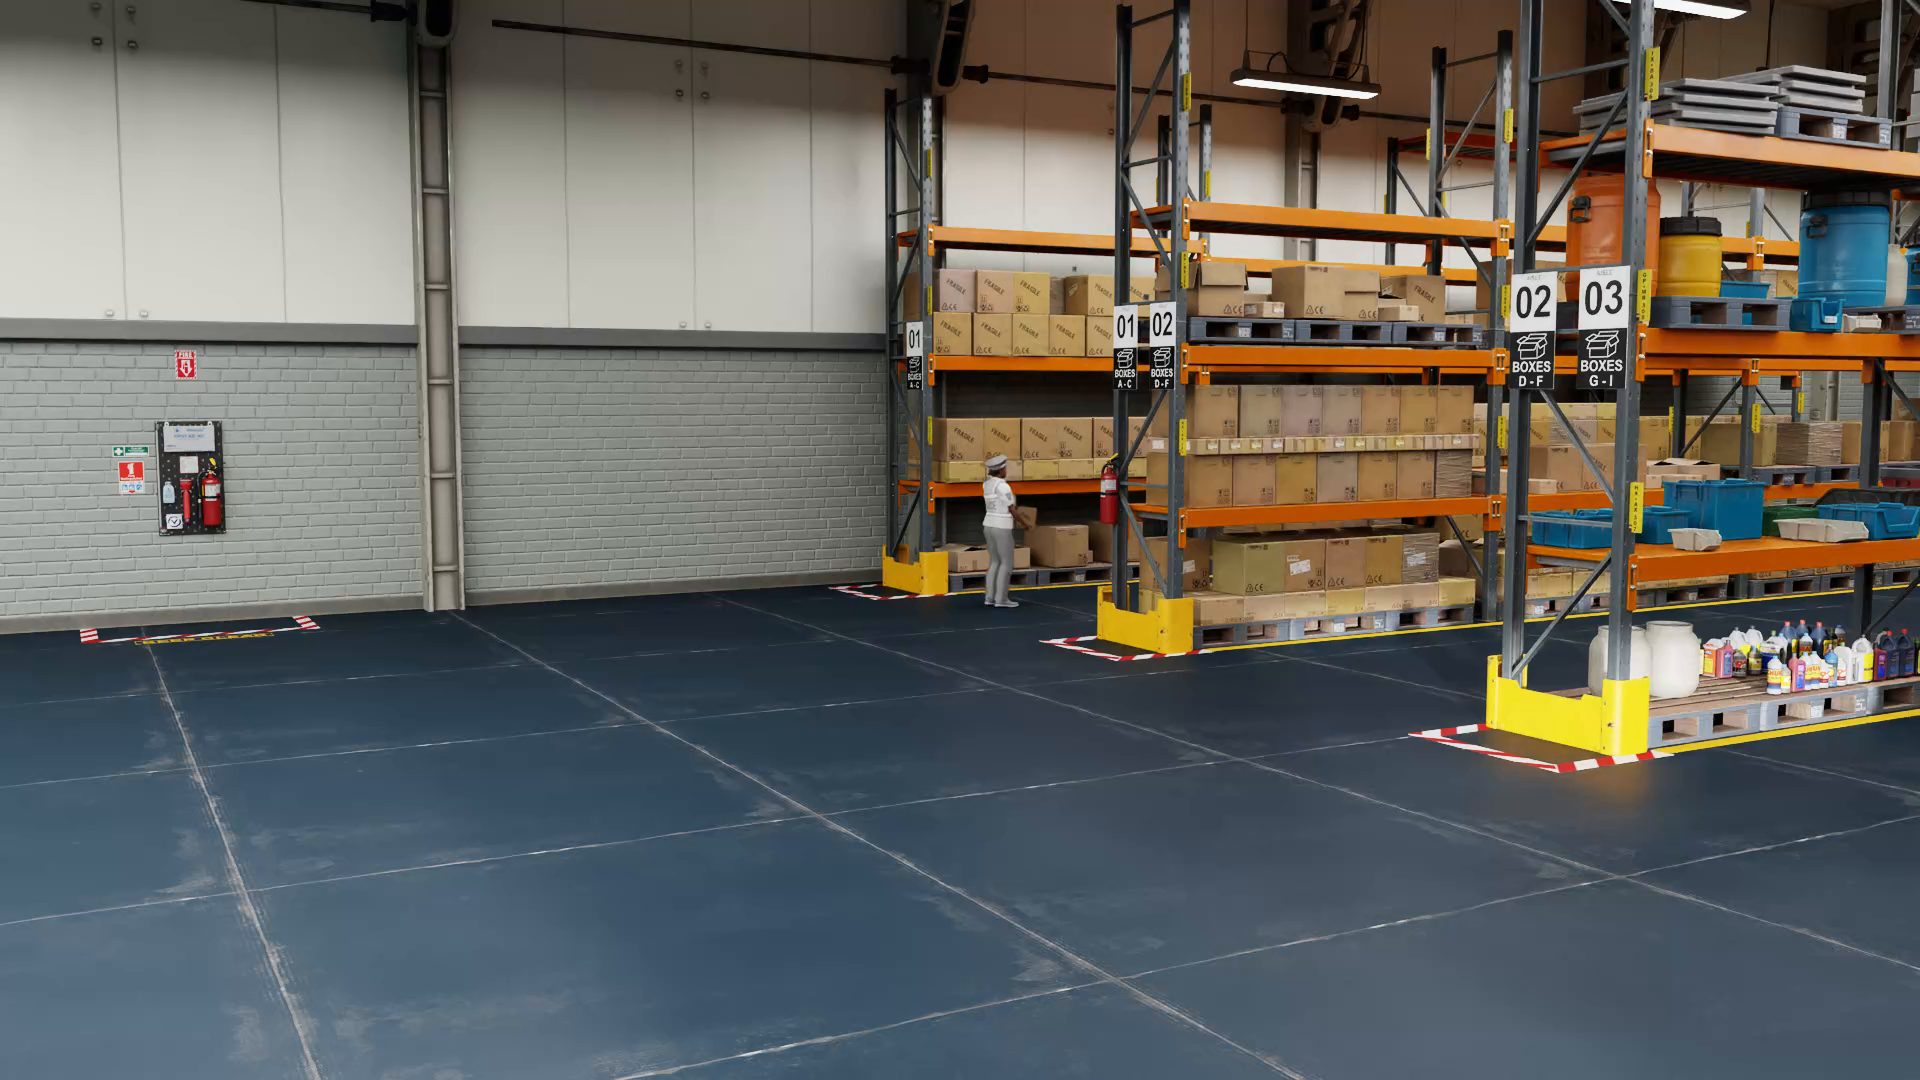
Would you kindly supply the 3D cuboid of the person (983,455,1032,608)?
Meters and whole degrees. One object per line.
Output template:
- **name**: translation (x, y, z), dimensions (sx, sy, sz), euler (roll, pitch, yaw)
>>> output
- **person**: translation (0.518, -0.103, 18.535), dimensions (0.512, 1.692, 0.445), euler (-3, 6, -28)
